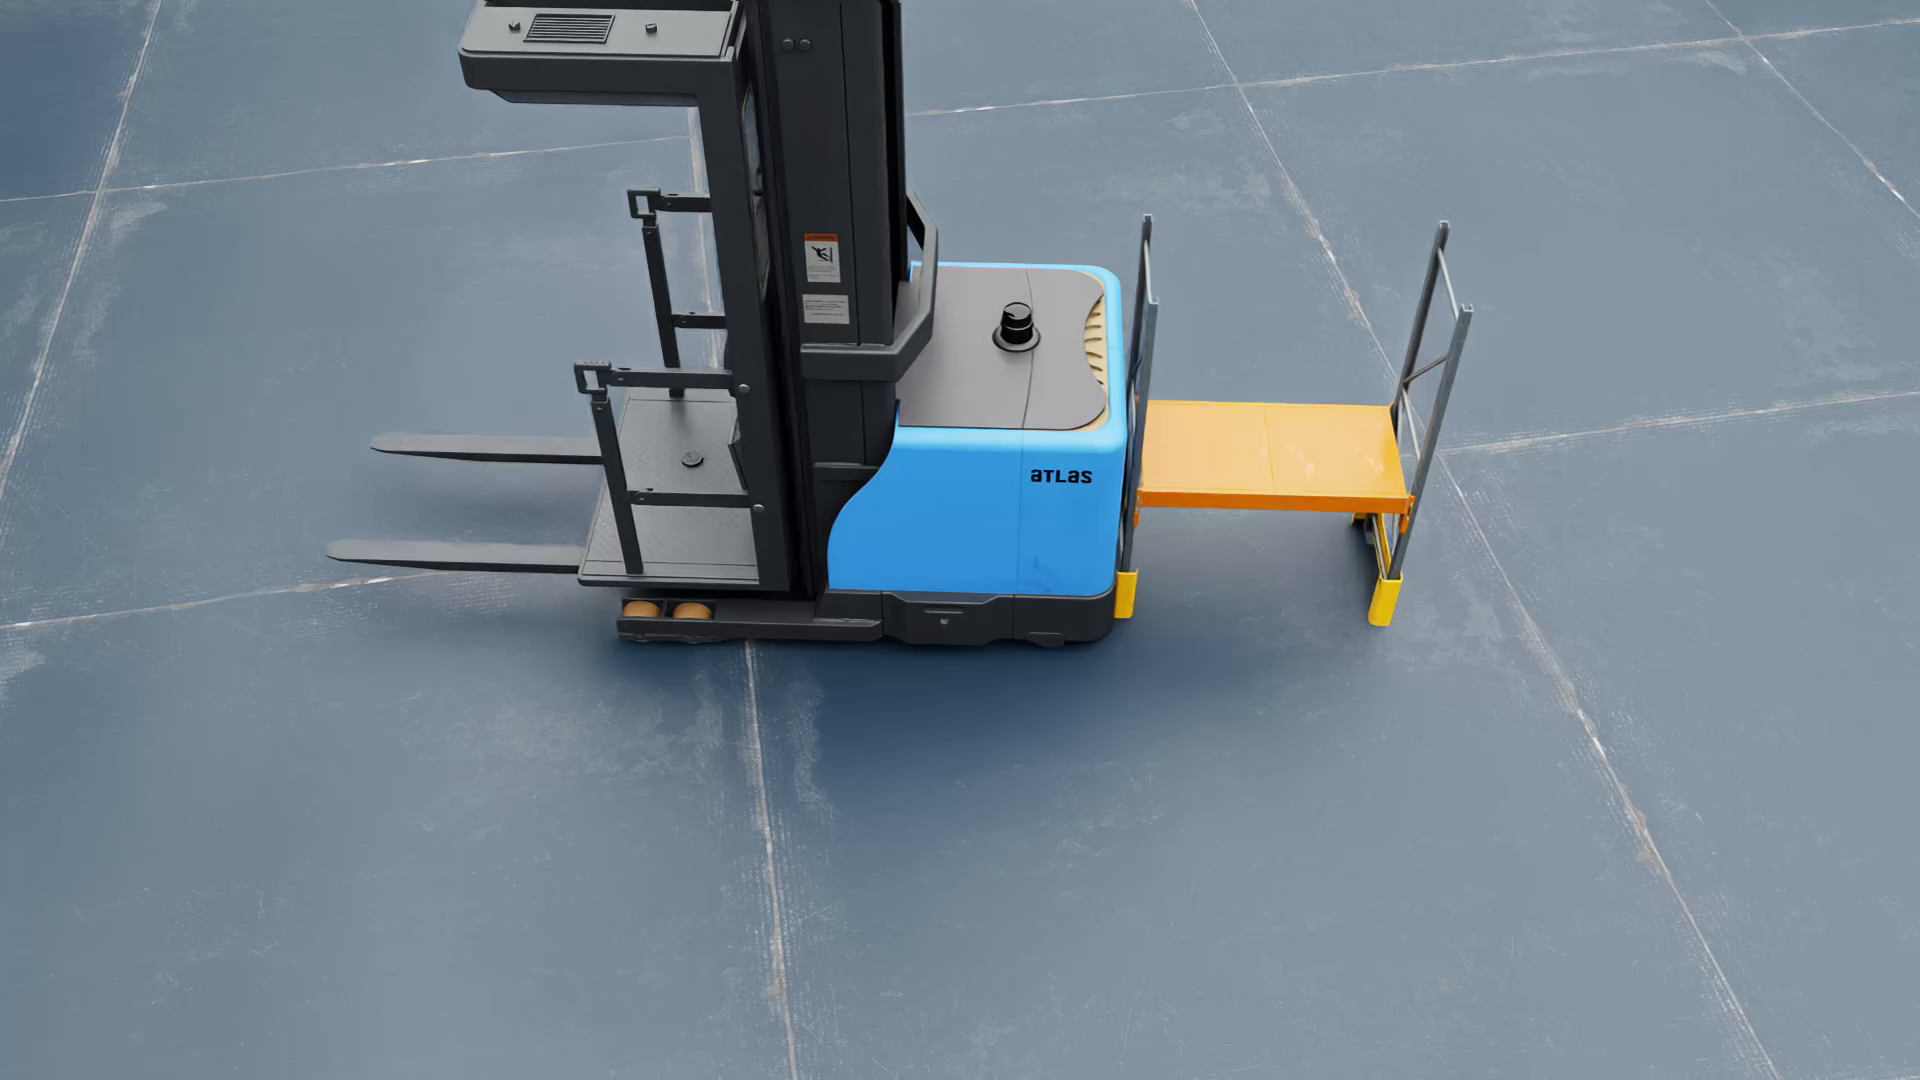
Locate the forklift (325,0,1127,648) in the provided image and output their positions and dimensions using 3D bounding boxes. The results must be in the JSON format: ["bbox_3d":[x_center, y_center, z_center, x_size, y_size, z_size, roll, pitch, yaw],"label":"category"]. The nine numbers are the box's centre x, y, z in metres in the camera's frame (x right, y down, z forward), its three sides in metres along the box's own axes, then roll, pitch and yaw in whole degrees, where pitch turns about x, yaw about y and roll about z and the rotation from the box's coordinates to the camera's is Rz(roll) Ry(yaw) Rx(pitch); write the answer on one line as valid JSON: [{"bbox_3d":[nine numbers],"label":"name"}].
[{"bbox_3d":[-0.915,-1.001,5.679,3.031,2.935,1.130,2,46,2],"label":"forklift"}]

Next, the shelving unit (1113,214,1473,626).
[{"bbox_3d":[1.139,-0.413,6.107,1.083,1.500,0.587,2,46,2],"label":"shelving unit"}]

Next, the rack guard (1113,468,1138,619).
[{"bbox_3d":[0.641,0.006,6.570,0.087,0.250,0.587,2,46,2],"label":"rack guard"}]

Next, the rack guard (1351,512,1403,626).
[{"bbox_3d":[1.637,0.034,6.544,0.087,0.250,0.587,2,46,2],"label":"rack guard"}]

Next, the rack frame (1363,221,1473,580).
[{"bbox_3d":[1.656,-0.399,6.093,0.032,1.500,0.500,2,46,2],"label":"rack frame"}]

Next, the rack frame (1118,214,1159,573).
[{"bbox_3d":[0.640,-0.427,6.120,0.032,1.500,0.500,2,46,2],"label":"rack frame"}]

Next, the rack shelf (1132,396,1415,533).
[{"bbox_3d":[1.148,-0.288,6.236,1.000,0.185,0.538,2,46,2],"label":"rack shelf"}]
